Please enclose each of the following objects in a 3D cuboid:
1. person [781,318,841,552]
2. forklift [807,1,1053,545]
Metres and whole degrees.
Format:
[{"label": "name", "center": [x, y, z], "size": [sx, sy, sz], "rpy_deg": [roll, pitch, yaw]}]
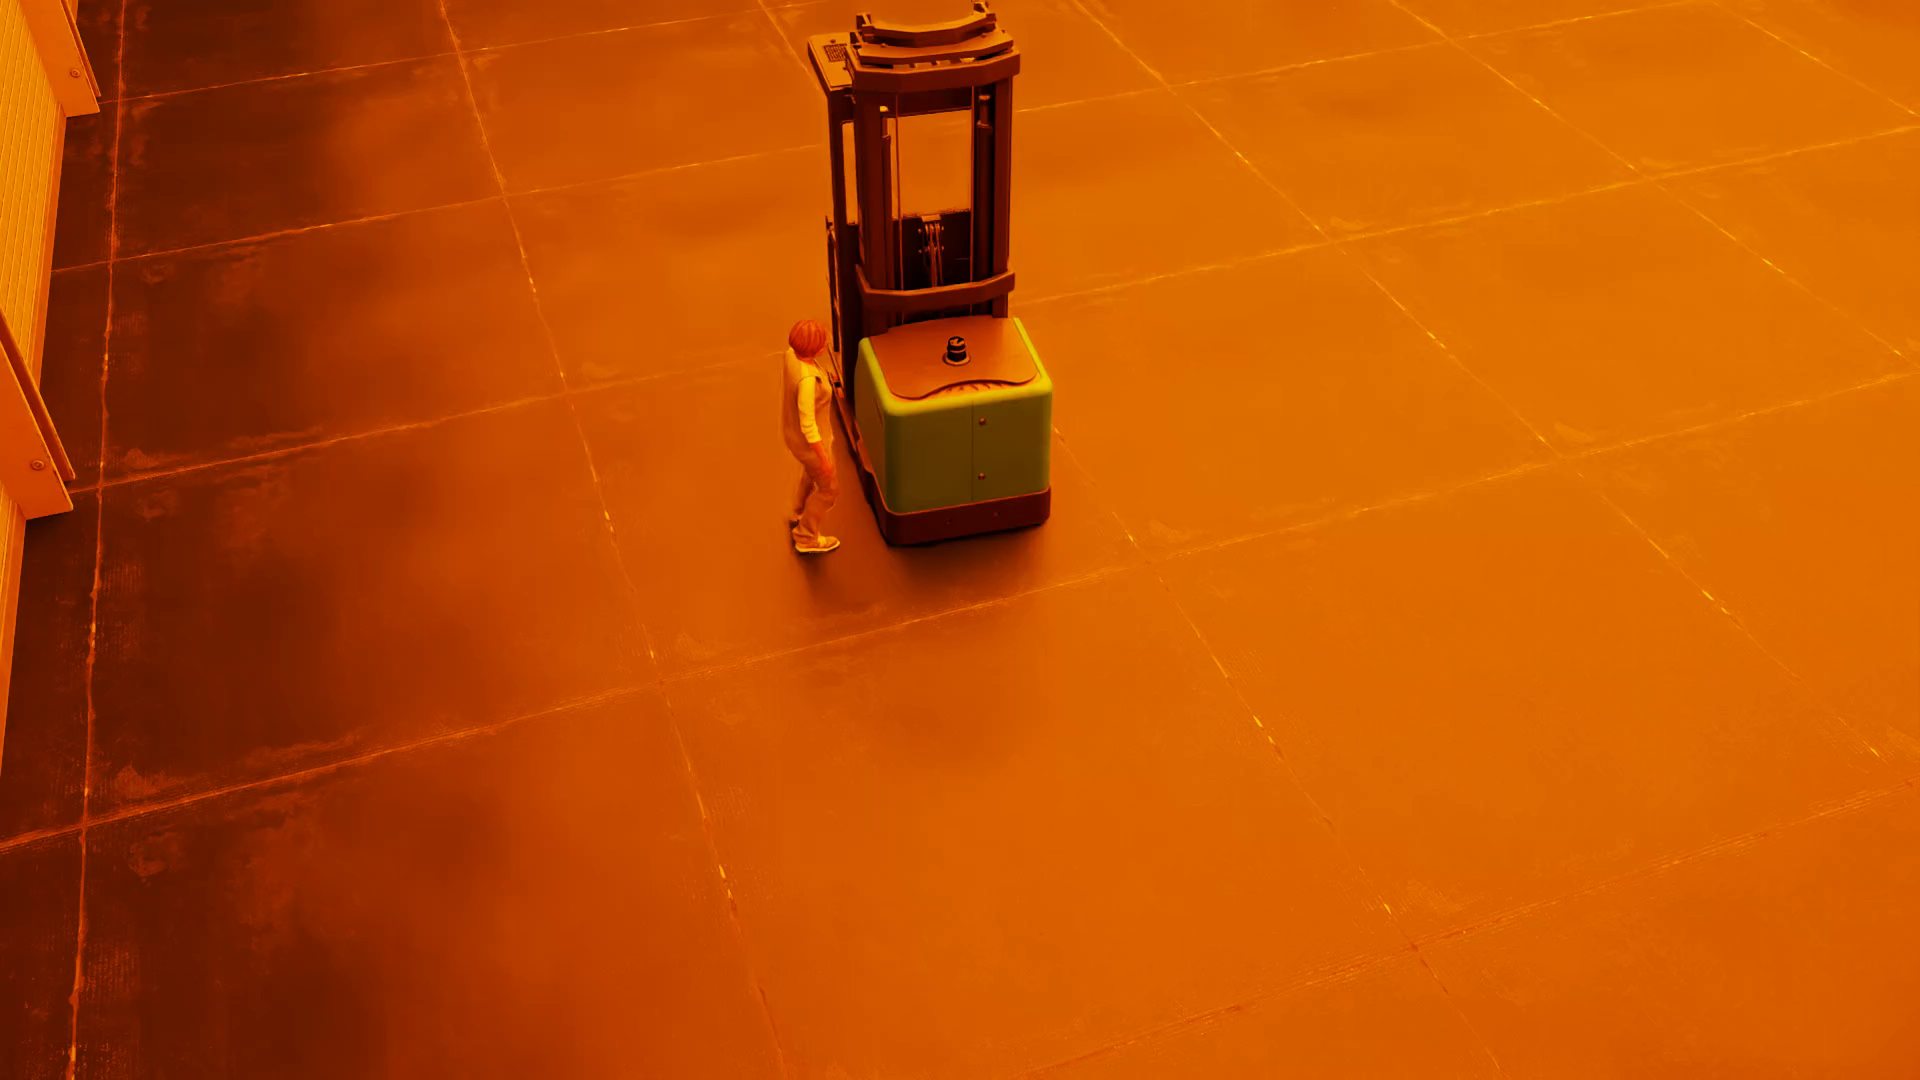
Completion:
[{"label": "person", "center": [-0.876, -0.619, 9.799], "size": [0.354, 1.564, 0.654], "rpy_deg": [-12, 41, -14]}, {"label": "forklift", "center": [-0.291, -2.047, 10.434], "size": [1.130, 2.935, 3.031], "rpy_deg": [-9, 41, -11]}]
